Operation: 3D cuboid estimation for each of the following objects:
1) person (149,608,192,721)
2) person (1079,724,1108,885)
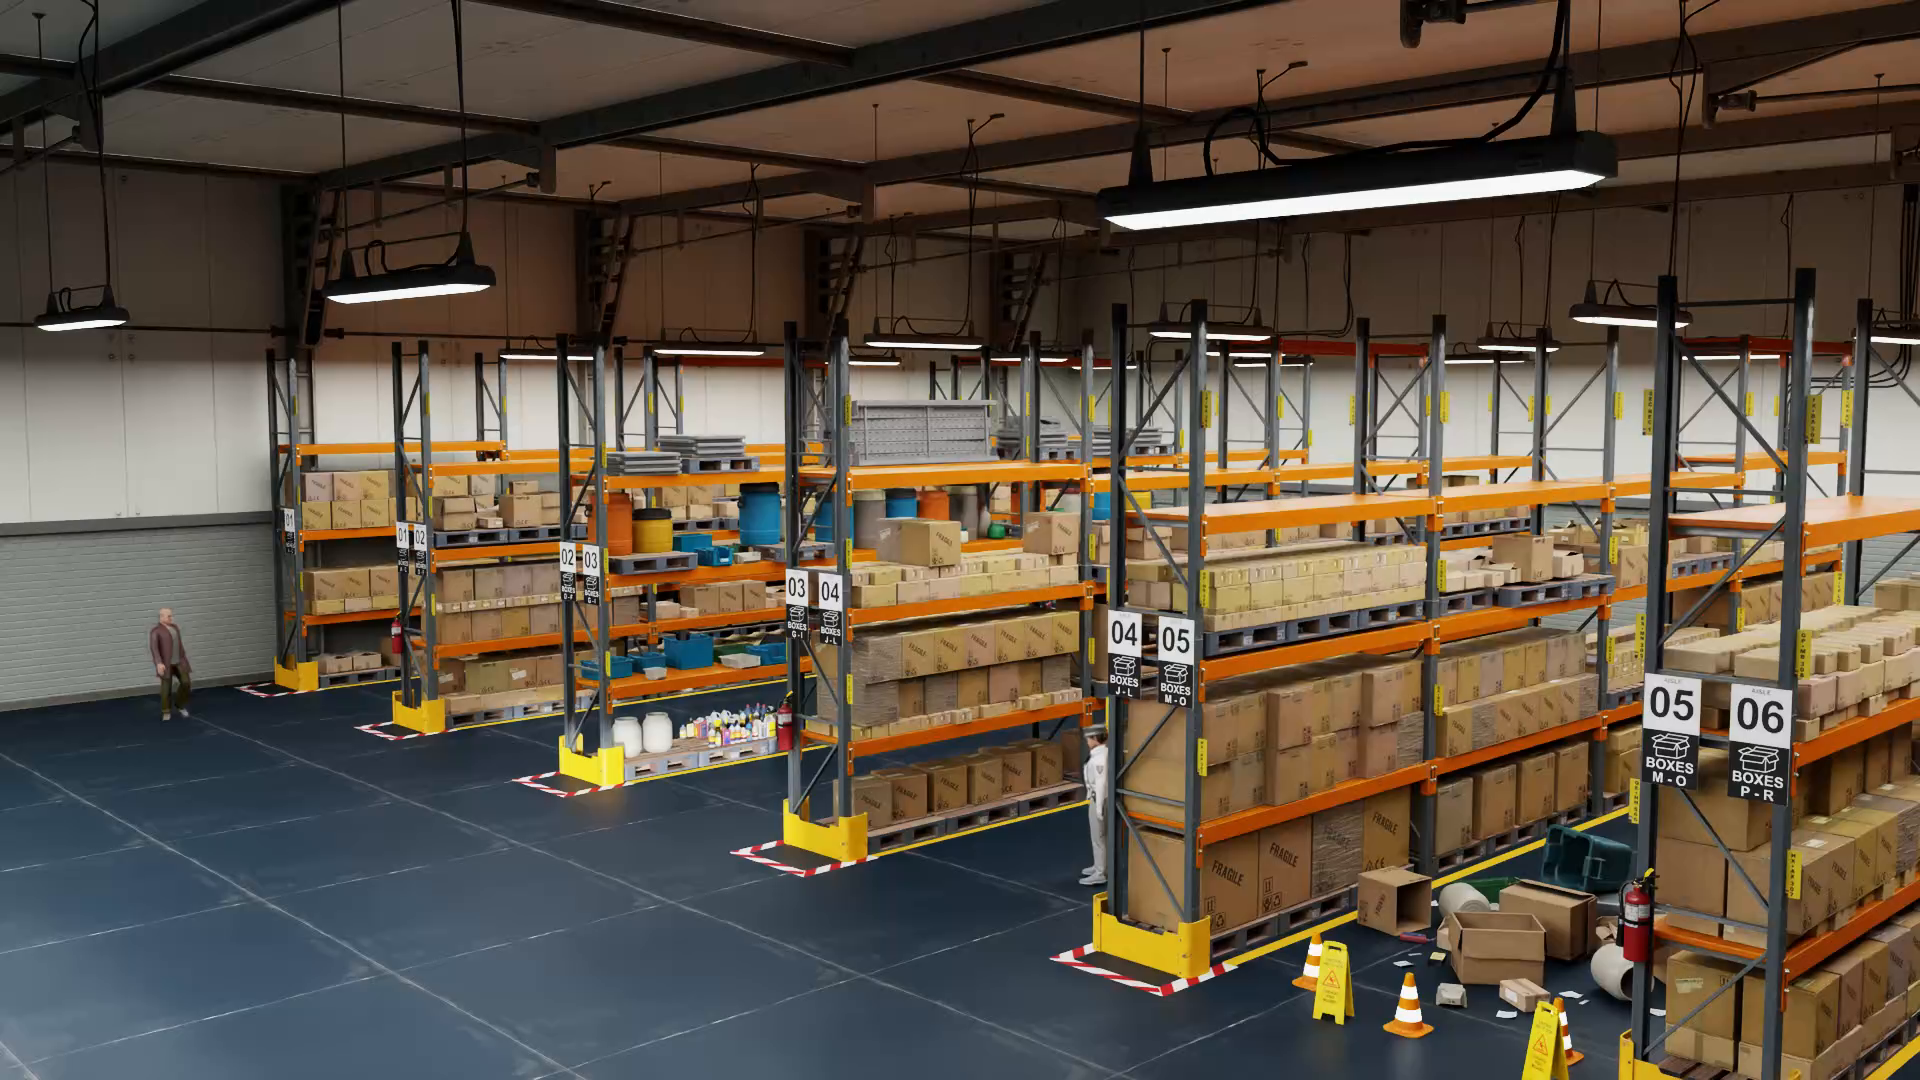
[{"bbox_3d":[-12.612,1.982,26.577,0.575,1.785,0.651,5,7,43],"label":"person"},{"bbox_3d":[1.469,2.801,17.752,0.366,1.667,0.552,1,5,14],"label":"person"}]
